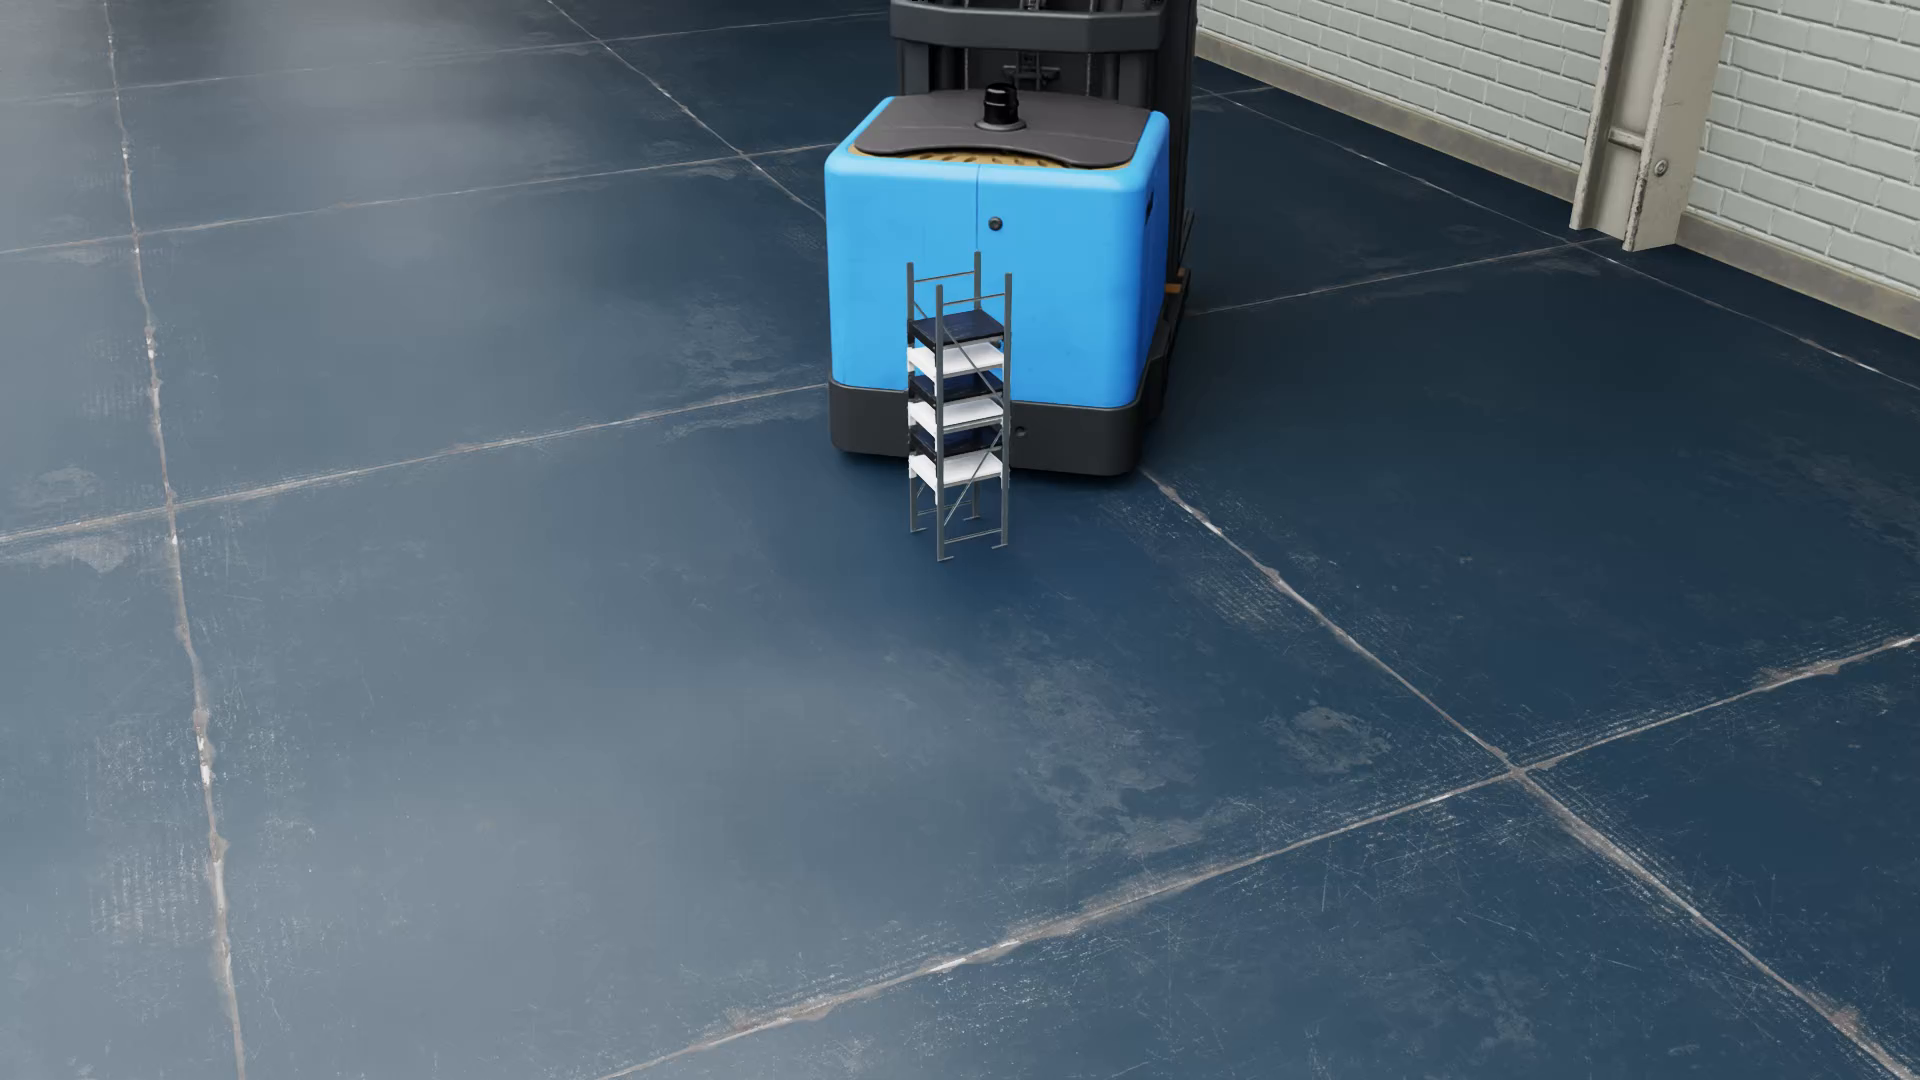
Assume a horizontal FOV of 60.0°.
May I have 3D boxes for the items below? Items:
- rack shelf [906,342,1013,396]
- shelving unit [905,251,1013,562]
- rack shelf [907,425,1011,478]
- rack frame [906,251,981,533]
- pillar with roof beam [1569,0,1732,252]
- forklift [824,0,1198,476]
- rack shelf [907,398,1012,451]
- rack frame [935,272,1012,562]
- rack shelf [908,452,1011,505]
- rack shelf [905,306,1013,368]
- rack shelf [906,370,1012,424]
[{"bbox_3d":[-0.003,-0.524,4.965,0.258,0.077,0.200,-13,32,-22],"label":"rack shelf"},{"bbox_3d":[-0.003,-0.396,5.036,0.258,0.900,0.210,-13,32,-22],"label":"shelving unit"},{"bbox_3d":[-0.003,-0.289,5.097,0.258,0.077,0.200,-13,32,-22],"label":"rack shelf"},{"bbox_3d":[-0.047,-0.441,5.116,0.240,0.900,0.006,-13,32,-22],"label":"rack frame"},{"bbox_3d":[-0.772,-4.457,3.998,9.100,9.000,0.400,-13,32,-22],"label":"pillar with roof beam"},{"bbox_3d":[0.361,-2.194,6.165,1.130,2.935,3.031,6,30,10],"label":"forklift"},{"bbox_3d":[-0.003,-0.367,5.053,0.258,0.077,0.200,-13,32,-22],"label":"rack shelf"},{"bbox_3d":[0.040,-0.351,4.956,0.240,0.900,0.006,-13,32,-22],"label":"rack frame"},{"bbox_3d":[-0.003,-0.210,5.141,0.258,0.077,0.200,-13,32,-22],"label":"rack shelf"},{"bbox_3d":[-0.003,-0.603,4.921,0.258,0.077,0.200,-13,32,-22],"label":"rack shelf"},{"bbox_3d":[-0.003,-0.446,5.009,0.258,0.077,0.200,-13,32,-22],"label":"rack shelf"}]
